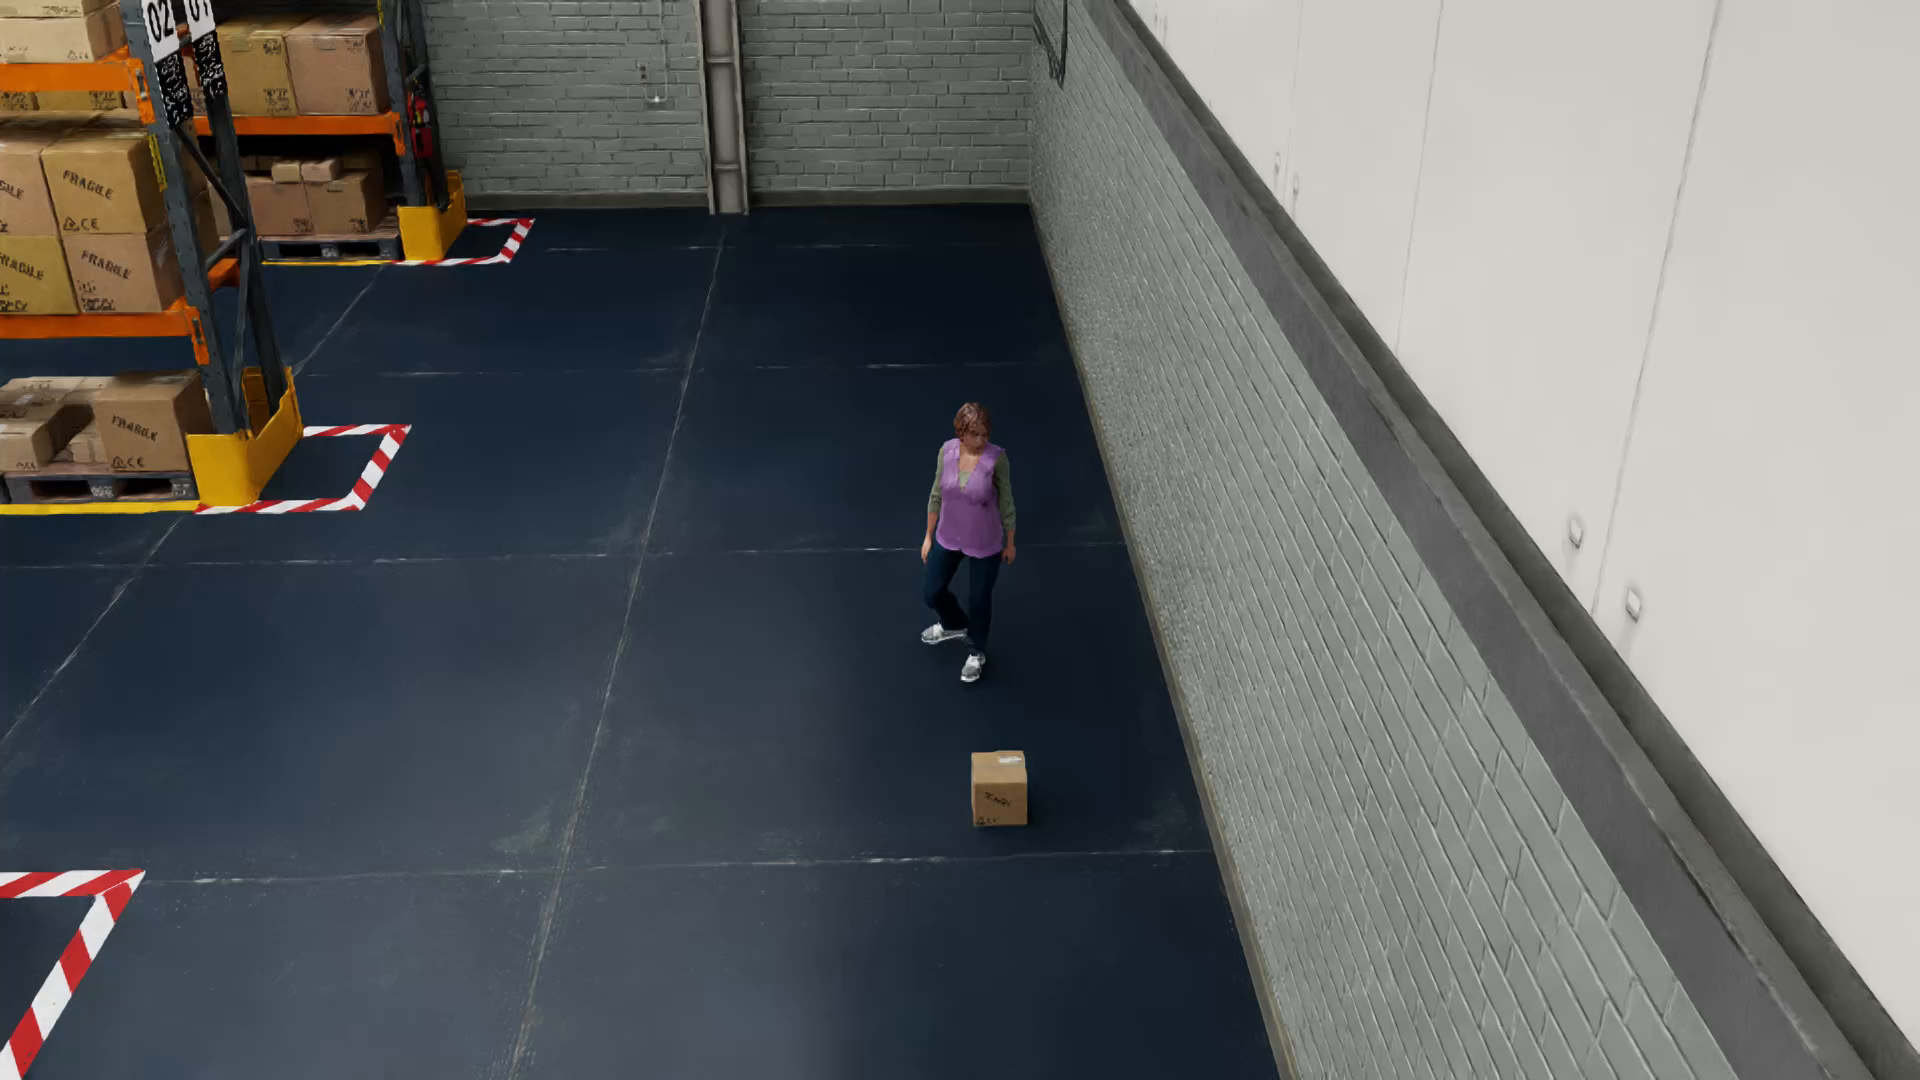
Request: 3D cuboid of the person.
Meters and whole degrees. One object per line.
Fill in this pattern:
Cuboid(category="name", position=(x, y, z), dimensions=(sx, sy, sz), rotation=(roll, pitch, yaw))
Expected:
Cuboid(category="person", position=(0.016, -0.013, 8.623), dimensions=(0.580, 1.590, 0.420), rotation=(11, 30, 20))
